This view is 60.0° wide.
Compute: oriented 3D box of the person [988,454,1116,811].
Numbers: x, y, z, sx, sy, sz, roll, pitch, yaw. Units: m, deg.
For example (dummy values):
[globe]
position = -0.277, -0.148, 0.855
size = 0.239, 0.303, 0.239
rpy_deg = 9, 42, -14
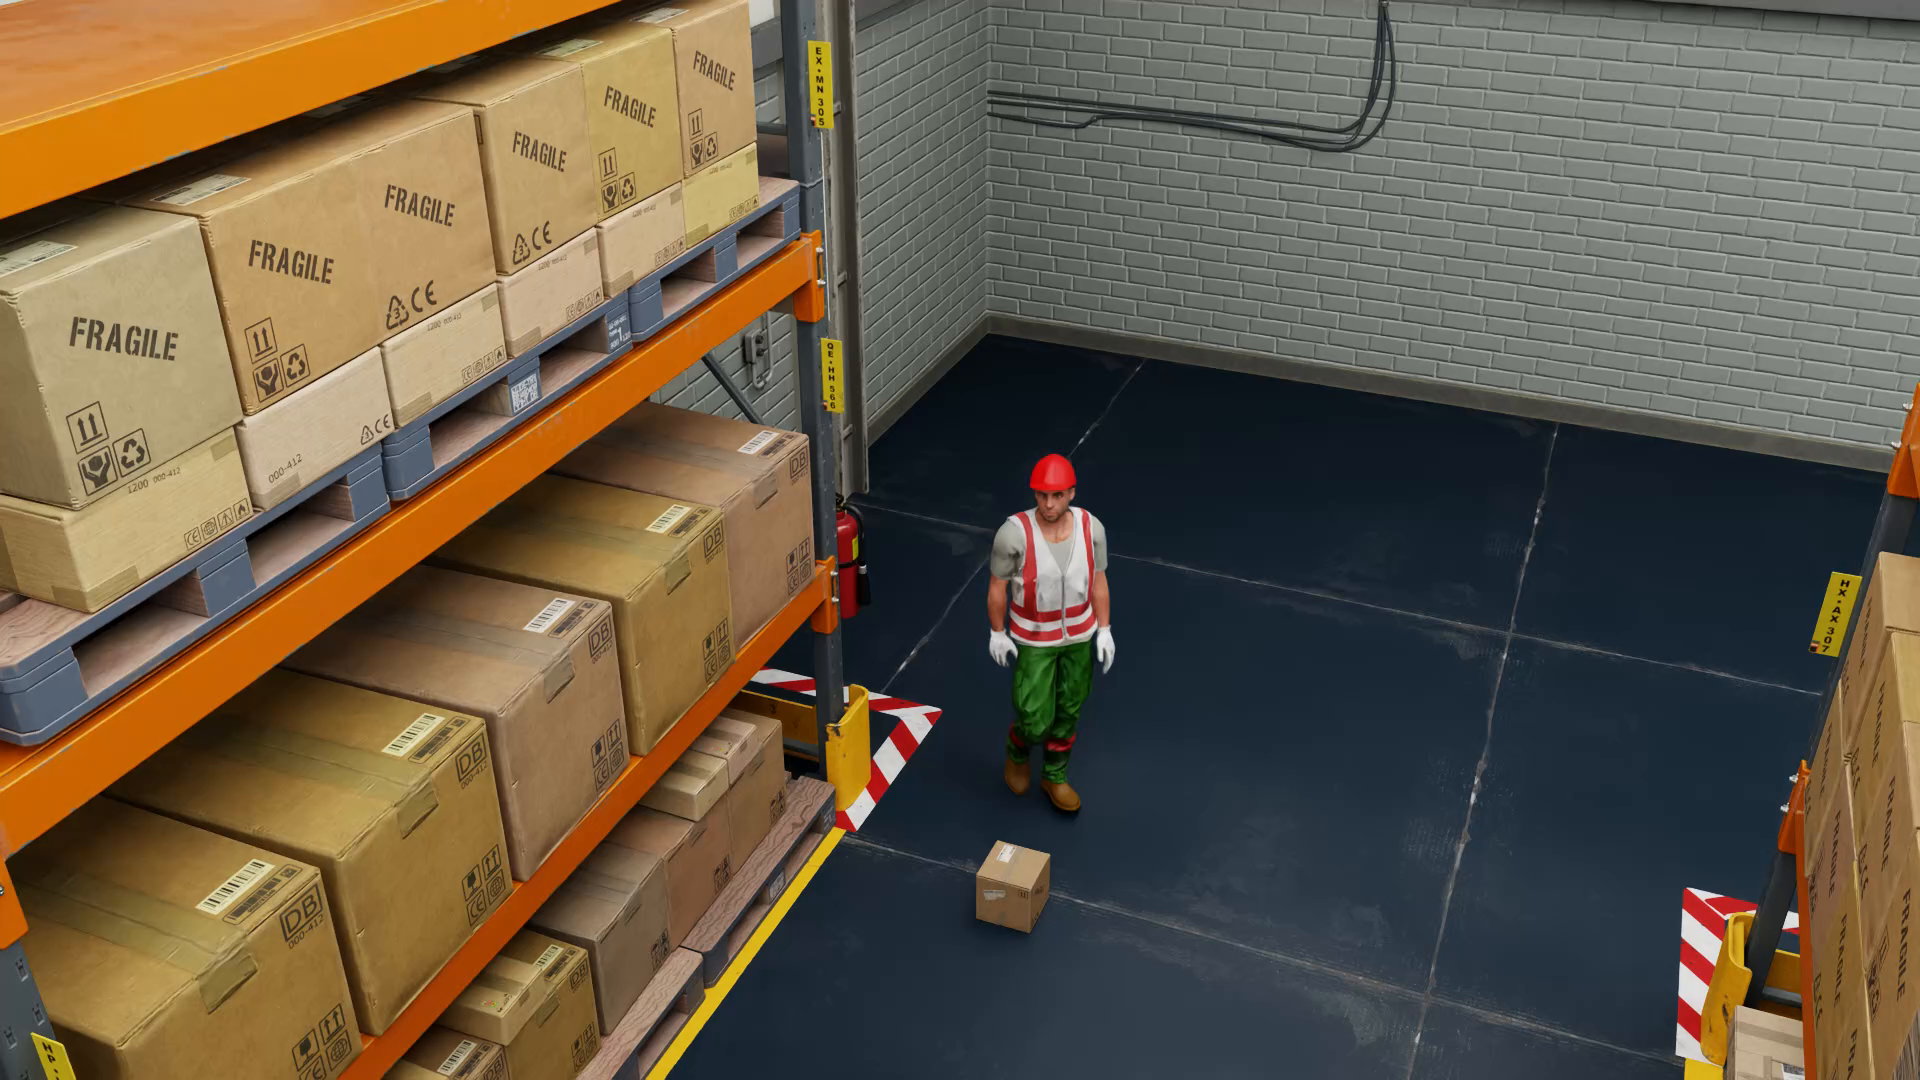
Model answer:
[person]
position = 0.421, 0.448, 7.540
size = 0.549, 1.785, 0.469
rpy_deg = -11, 31, -18
